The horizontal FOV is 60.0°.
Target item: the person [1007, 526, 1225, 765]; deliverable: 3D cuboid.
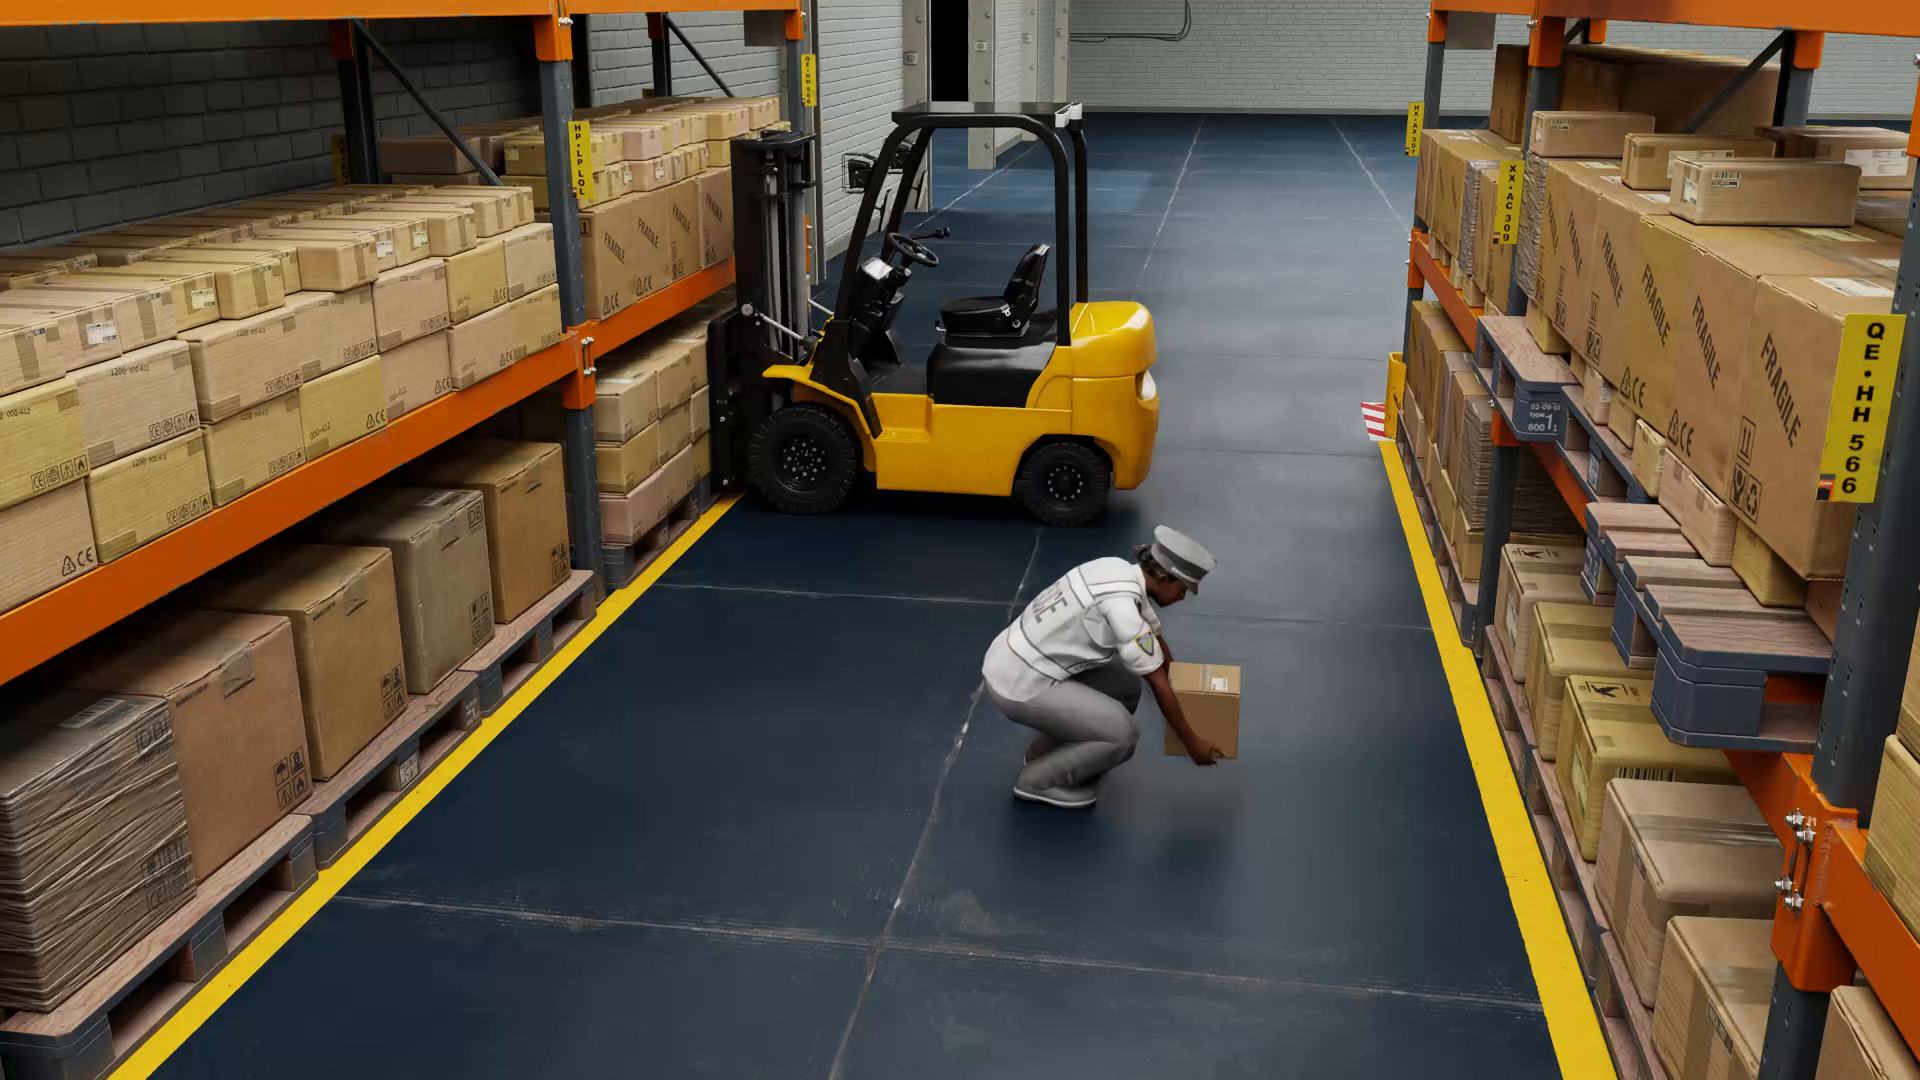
[{"bbox_3d":[0.557,0.359,5.823,0.777,0.806,0.416,2,18,8],"label":"person"}]
